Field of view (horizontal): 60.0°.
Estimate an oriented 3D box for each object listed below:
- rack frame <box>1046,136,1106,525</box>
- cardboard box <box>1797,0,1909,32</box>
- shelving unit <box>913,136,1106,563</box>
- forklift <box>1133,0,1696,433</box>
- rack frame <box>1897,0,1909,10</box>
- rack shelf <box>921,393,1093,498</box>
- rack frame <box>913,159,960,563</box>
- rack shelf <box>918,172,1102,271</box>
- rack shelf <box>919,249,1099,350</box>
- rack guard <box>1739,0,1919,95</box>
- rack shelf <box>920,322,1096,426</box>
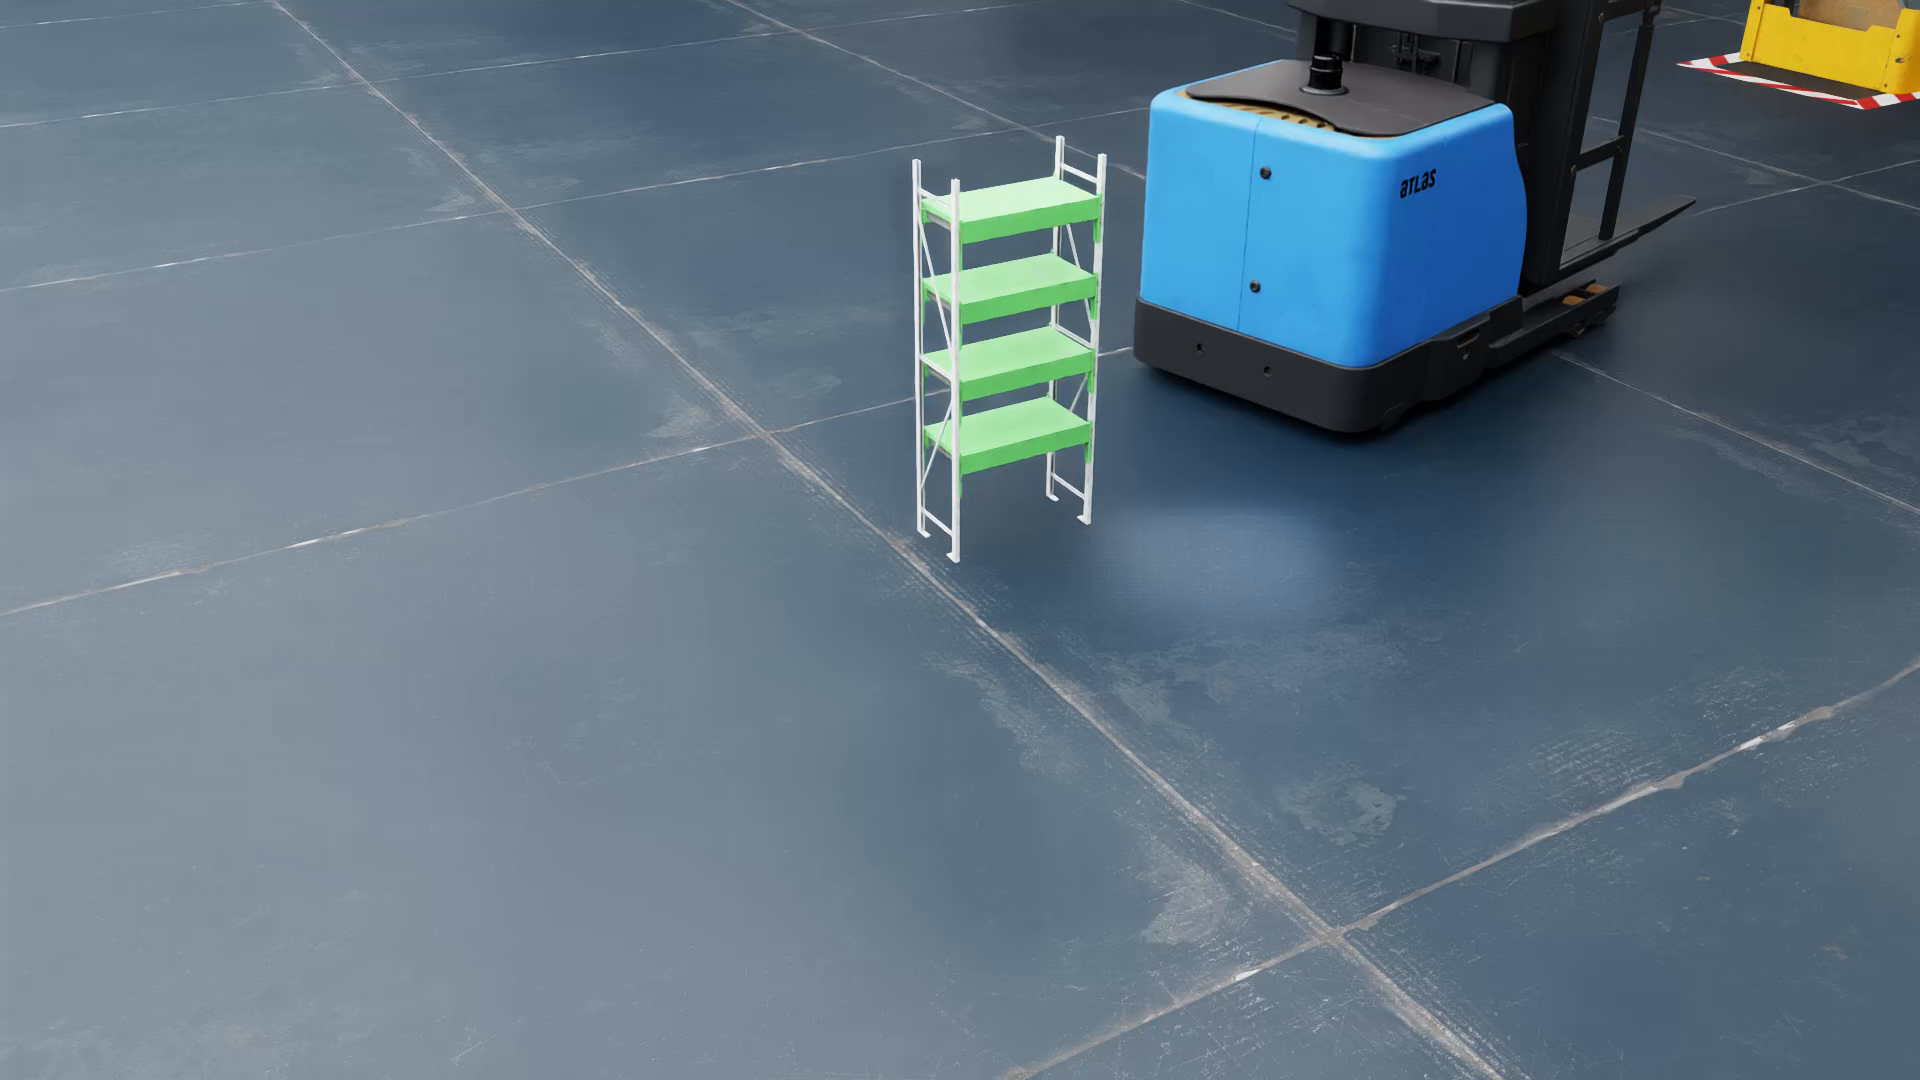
[{"bbox_3d":[0.353,-0.626,5.142,0.015,1.200,0.240,-16,33,-26],"label":"rack frame"},{"bbox_3d":[6.168,-3.772,10.745,0.875,0.875,0.875,-16,33,-26],"label":"cardboard box"},{"bbox_3d":[0.143,-0.566,5.034,0.503,1.200,0.258,-16,33,-26],"label":"shelving unit"},{"bbox_3d":[2.069,-2.263,6.318,3.031,2.935,1.130,-25,38,-38],"label":"forklift"},{"bbox_3d":[5.615,-4.326,9.985,0.053,2.616,0.949,-16,33,-26],"label":"rack frame"},{"bbox_3d":[0.143,-0.300,5.180,0.480,0.148,0.258,-16,33,-26],"label":"rack shelf"},{"bbox_3d":[-0.068,-0.506,4.925,0.015,1.200,0.240,-16,33,-26],"label":"rack frame"},{"bbox_3d":[0.143,-0.930,4.832,0.480,0.148,0.258,-16,33,-26],"label":"rack shelf"},{"bbox_3d":[0.143,-0.720,4.948,0.480,0.148,0.258,-16,33,-26],"label":"rack shelf"},{"bbox_3d":[5.596,-3.225,10.576,0.348,0.500,1.175,-16,33,-26],"label":"rack guard"},{"bbox_3d":[0.143,-0.510,5.064,0.480,0.148,0.258,-16,33,-26],"label":"rack shelf"}]
